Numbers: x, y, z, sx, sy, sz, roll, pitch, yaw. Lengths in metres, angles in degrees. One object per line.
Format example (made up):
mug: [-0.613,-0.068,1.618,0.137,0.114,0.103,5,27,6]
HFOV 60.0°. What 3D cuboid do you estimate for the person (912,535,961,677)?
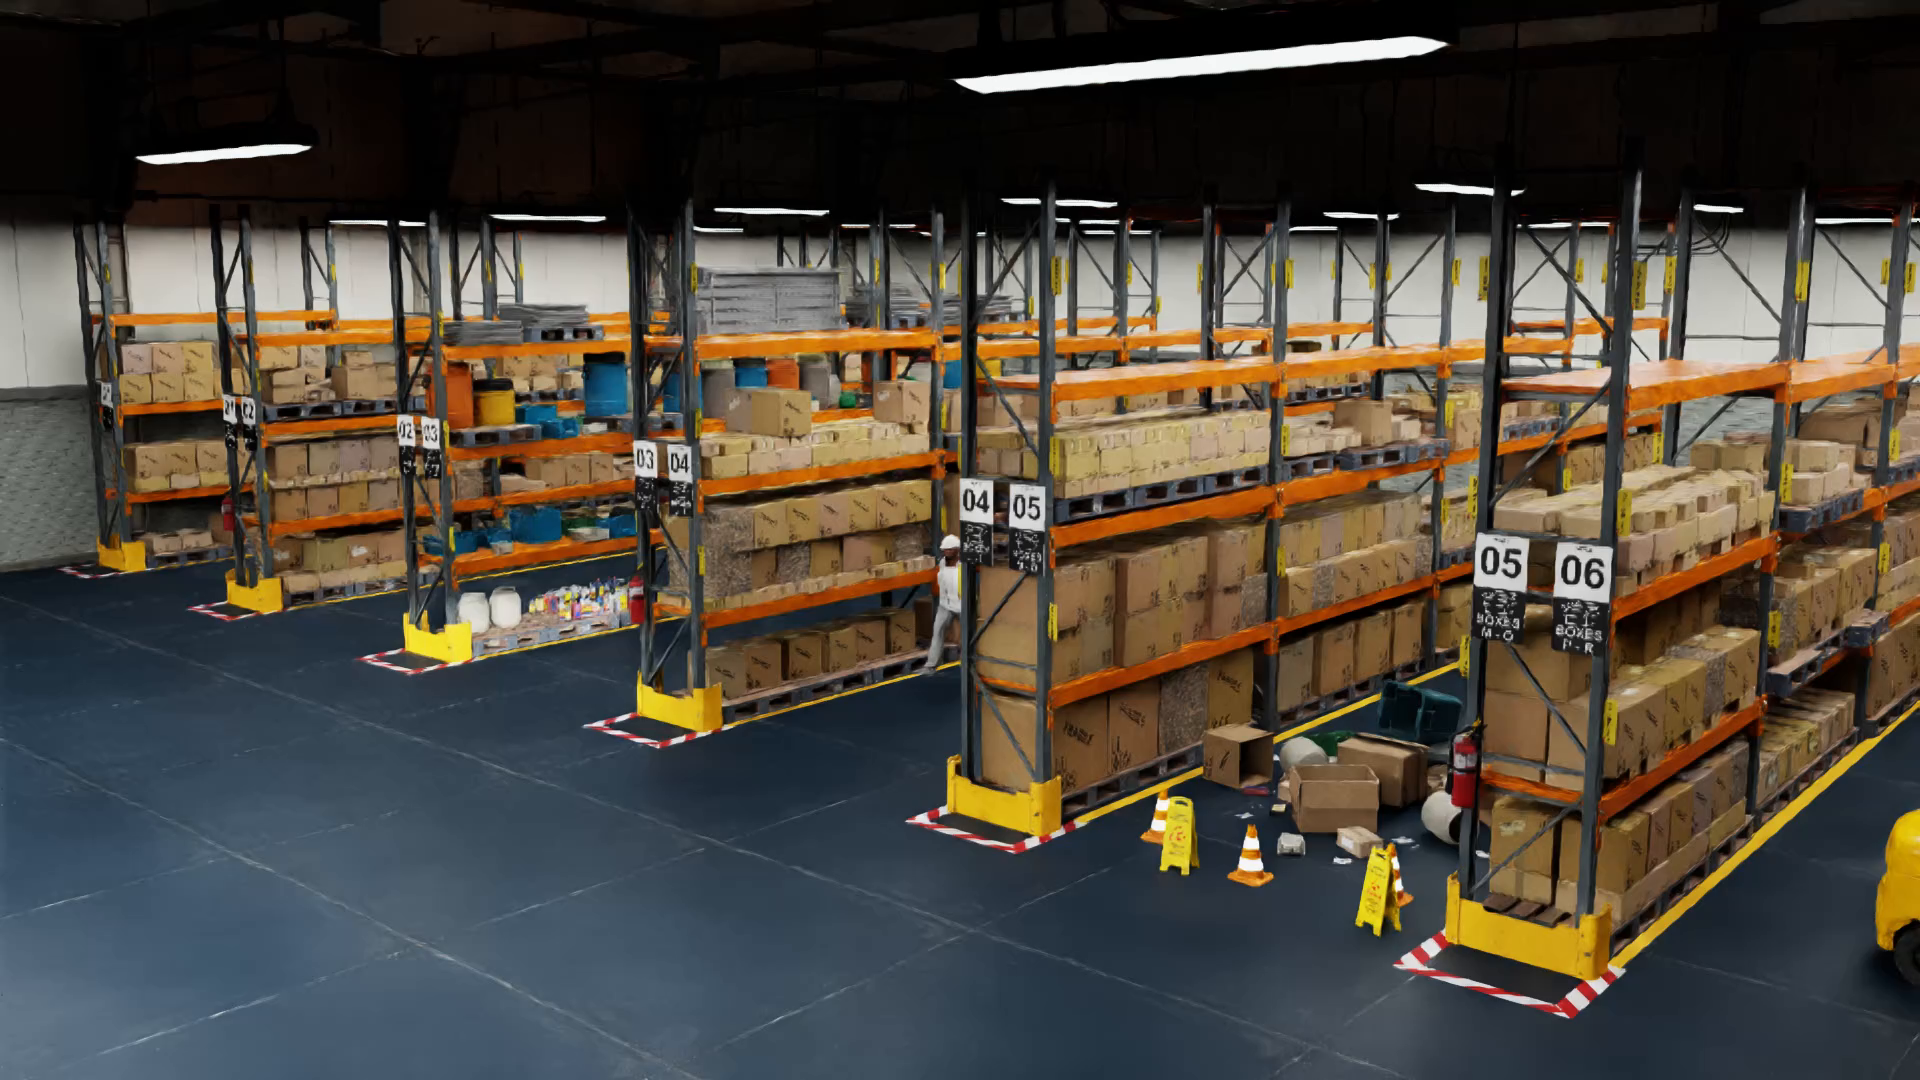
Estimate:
person: [-0.067,0.773,19.768,0.575,1.689,1.120,8,12,38]
